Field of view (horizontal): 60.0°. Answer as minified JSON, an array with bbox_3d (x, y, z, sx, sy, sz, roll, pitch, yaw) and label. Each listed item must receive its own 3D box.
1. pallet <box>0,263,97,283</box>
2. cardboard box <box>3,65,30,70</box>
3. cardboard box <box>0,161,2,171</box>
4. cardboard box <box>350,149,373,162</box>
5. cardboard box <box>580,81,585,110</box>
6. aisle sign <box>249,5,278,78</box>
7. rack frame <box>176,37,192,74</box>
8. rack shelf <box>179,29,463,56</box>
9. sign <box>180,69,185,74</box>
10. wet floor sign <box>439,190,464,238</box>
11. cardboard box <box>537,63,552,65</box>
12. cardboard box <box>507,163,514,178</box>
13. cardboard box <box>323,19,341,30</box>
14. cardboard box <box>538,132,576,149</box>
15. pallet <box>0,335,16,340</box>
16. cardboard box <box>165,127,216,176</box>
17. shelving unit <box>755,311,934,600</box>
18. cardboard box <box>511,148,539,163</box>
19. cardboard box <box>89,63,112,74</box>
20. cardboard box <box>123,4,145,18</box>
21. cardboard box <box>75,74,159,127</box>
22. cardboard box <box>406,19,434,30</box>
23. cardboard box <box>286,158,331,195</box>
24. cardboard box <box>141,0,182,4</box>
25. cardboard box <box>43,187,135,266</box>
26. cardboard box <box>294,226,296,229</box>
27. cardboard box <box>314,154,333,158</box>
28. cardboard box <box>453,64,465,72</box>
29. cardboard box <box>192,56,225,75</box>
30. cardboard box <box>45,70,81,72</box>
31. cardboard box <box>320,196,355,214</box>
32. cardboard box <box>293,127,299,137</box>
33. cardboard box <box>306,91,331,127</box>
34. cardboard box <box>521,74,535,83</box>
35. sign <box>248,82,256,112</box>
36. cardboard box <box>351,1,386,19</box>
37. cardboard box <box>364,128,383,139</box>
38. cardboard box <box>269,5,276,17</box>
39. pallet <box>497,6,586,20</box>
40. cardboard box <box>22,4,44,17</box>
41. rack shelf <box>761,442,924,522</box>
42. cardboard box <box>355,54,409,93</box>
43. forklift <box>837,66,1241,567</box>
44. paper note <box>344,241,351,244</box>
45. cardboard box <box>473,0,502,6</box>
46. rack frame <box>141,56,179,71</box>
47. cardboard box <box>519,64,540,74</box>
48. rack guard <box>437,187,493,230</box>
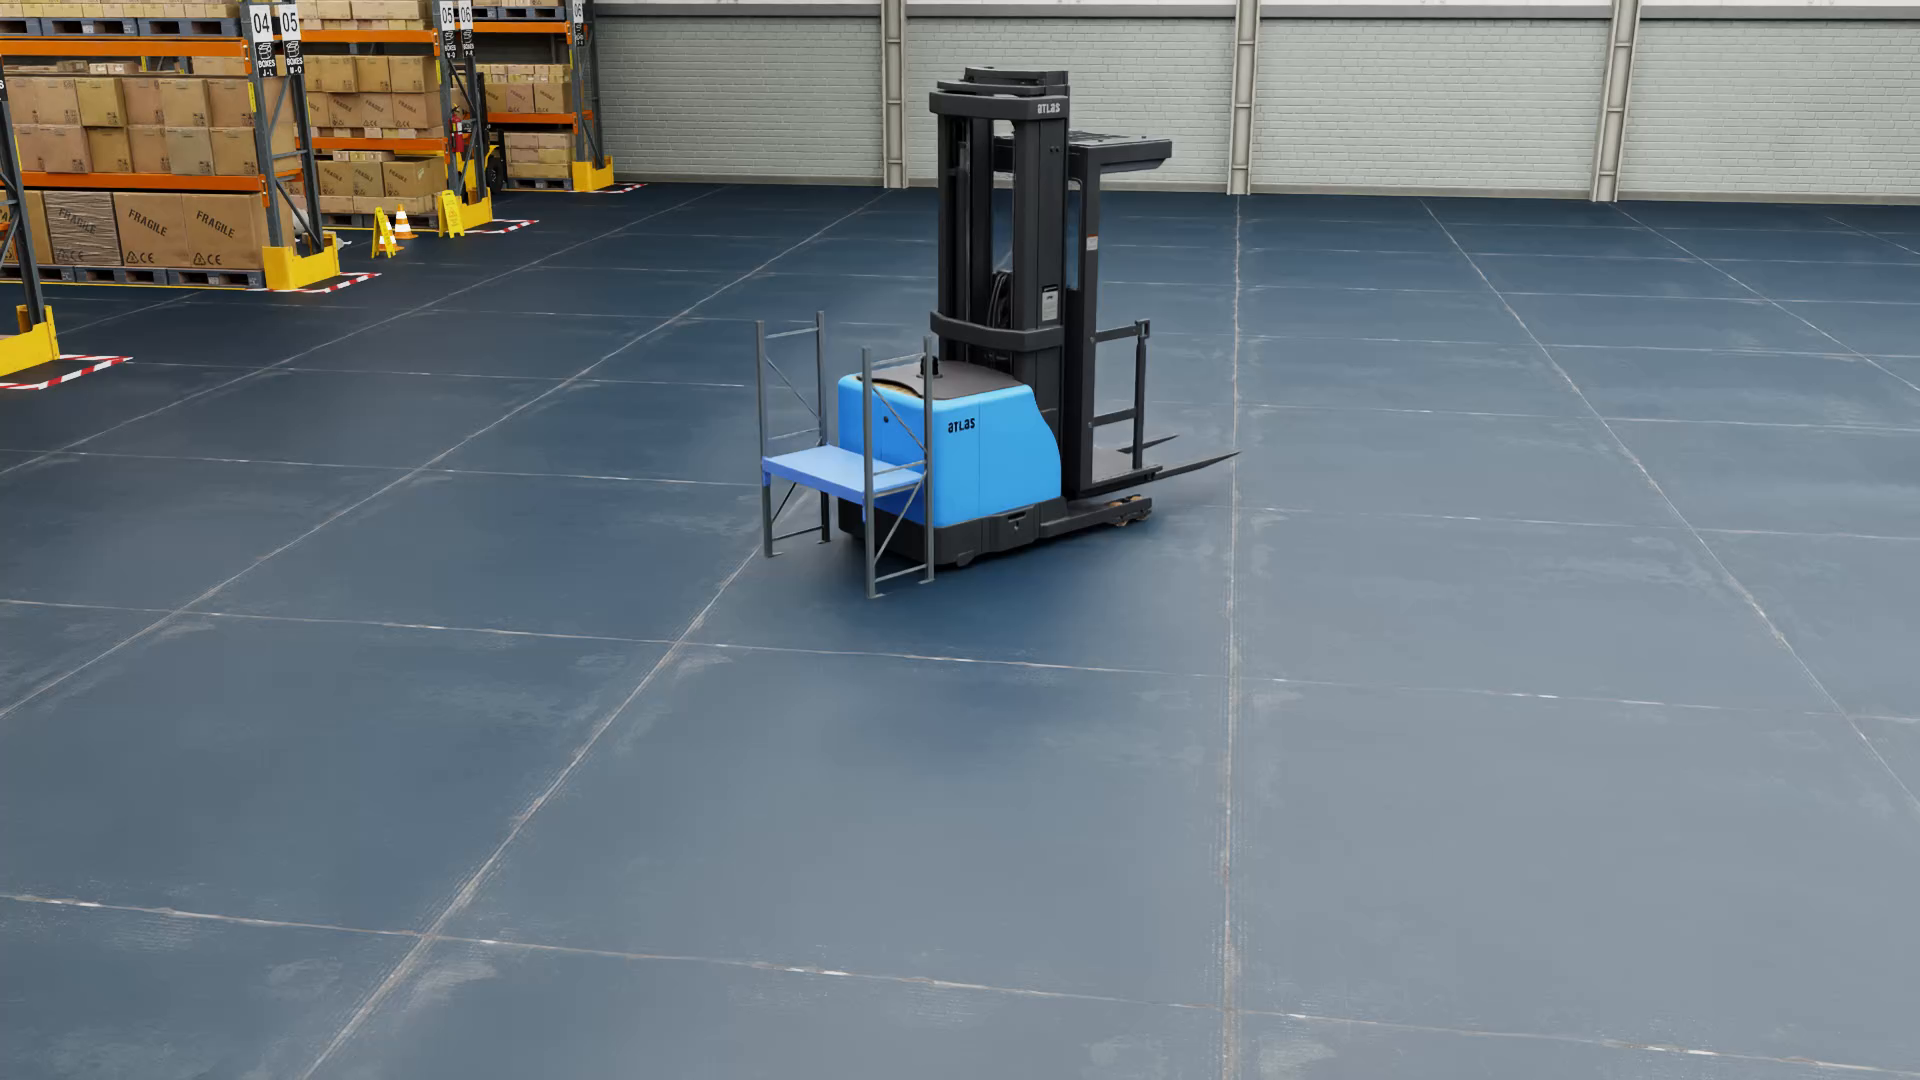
[{"bbox_3d":[-11.191,-3.378,20.566,1.213,0.211,1.003,3,19,9],"label":"pallet"},{"bbox_3d":[-17.405,-8.403,30.370,0.500,0.500,0.700,3,19,9],"label":"cardboard box"},{"bbox_3d":[-11.563,-4.819,20.243,0.550,0.550,0.875,3,19,9],"label":"cardboard box"},{"bbox_3d":[-8.748,-5.646,24.416,0.250,0.149,0.380,3,19,10],"label":"cardboard box"},{"bbox_3d":[-6.956,-7.832,29.326,0.500,0.500,0.500,4,19,10],"label":"cardboard box"},{"bbox_3d":[-7.957,-5.697,19.005,0.004,0.787,0.394,3,19,9],"label":"aisle sign"},{"bbox_3d":[-11.244,-6.319,24.961,0.127,3.000,1.000,3,19,9],"label":"rack frame"},{"bbox_3d":[-9.269,-7.300,24.298,4.000,0.370,1.077,3,19,9],"label":"rack shelf"},{"bbox_3d":[-11.328,-6.694,24.257,0.005,0.325,0.100,3,19,9],"label":"sign"},{"bbox_3d":[-7.277,-4.656,23.702,0.232,0.644,0.267,10,21,27],"label":"wet floor sign"},{"bbox_3d":[-7.324,-8.285,29.189,0.250,0.149,0.380,3,19,10],"label":"cardboard box"},{"bbox_3d":[-8.007,-6.549,29.319,0.500,0.250,0.500,3,19,9],"label":"cardboard box"},{"bbox_3d":[-8.951,-7.424,23.934,0.250,0.149,0.380,2,19,7],"label":"cardboard box"},{"bbox_3d":[-7.015,-6.968,28.996,0.500,0.250,0.500,4,19,10],"label":"cardboard box"},{"bbox_3d":[-9.738,-1.746,15.689,1.213,0.211,1.003,3,19,9],"label":"pallet"},{"bbox_3d":[-8.900,-4.658,19.761,0.550,0.550,0.875,3,19,9],"label":"cardboard box"},{"bbox_3d":[-0.697,-0.534,10.036,0.538,1.500,1.048,-16,24,-40],"label":"shelving unit"},{"bbox_3d":[-7.534,-6.760,29.164,0.500,0.250,0.500,3,19,8],"label":"cardboard box"},{"bbox_3d":[-12.692,-7.004,24.697,0.250,0.149,0.380,2,19,6],"label":"cardboard box"},{"bbox_3d":[-9.367,-6.073,19.076,0.250,0.149,0.380,3,19,8],"label":"cardboard box"},{"bbox_3d":[-9.973,-5.231,19.772,0.500,0.550,0.875,3,19,9],"label":"cardboard box"},{"bbox_3d":[-7.691,-7.351,23.715,0.250,0.149,0.380,3,19,9],"label":"cardboard box"},{"bbox_3d":[-9.662,-5.405,24.721,0.500,0.500,0.500,4,19,12],"label":"cardboard box"},{"bbox_3d":[-9.001,-6.263,19.015,0.500,0.250,0.500,3,19,9],"label":"cardboard box"},{"bbox_3d":[-10.429,-3.857,20.289,0.875,0.875,0.875,3,19,9],"label":"cardboard box"},{"bbox_3d":[-9.430,-4.229,22.649,0.637,0.503,0.797,-11,21,-29],"label":"cardboard box"},{"bbox_3d":[-9.611,-5.574,25.223,0.500,0.500,0.500,4,19,12],"label":"cardboard box"},{"bbox_3d":[-8.659,-8.214,28.977,0.250,0.149,0.380,3,19,9],"label":"cardboard box"},{"bbox_3d":[-10.844,-6.891,24.470,0.500,0.500,0.700,3,19,8],"label":"cardboard box"},{"bbox_3d":[-13.690,-6.924,25.482,0.500,0.500,0.500,2,19,5],"label":"cardboard box"},{"bbox_3d":[-9.163,-5.022,24.757,0.500,0.250,0.500,2,19,7],"label":"cardboard box"},{"bbox_3d":[-9.722,-6.016,24.452,0.250,0.149,0.380,3,19,9],"label":"cardboard box"},{"bbox_3d":[-9.359,-6.331,24.372,0.500,0.500,0.500,3,19,9],"label":"cardboard box"},{"bbox_3d":[-7.401,-7.993,28.785,0.250,0.149,0.380,3,19,10],"label":"cardboard box"},{"bbox_3d":[-8.080,-5.054,18.982,0.005,0.325,0.100,3,19,9],"label":"sign"},{"bbox_3d":[-8.337,-7.581,23.774,0.500,0.250,0.500,3,19,8],"label":"cardboard box"},{"bbox_3d":[-8.474,-5.951,24.258,0.250,0.149,0.380,3,19,10],"label":"cardboard box"},{"bbox_3d":[-8.267,-6.229,19.542,0.250,0.149,0.380,3,19,9],"label":"cardboard box"},{"bbox_3d":[-7.205,-9.097,28.676,1.213,0.211,1.003,3,19,9],"label":"pallet"},{"bbox_3d":[-10.619,-6.137,19.268,0.250,0.149,0.380,3,19,8],"label":"cardboard box"},{"bbox_3d":[-0.697,-0.363,10.093,0.538,0.185,1.000,-16,24,-40],"label":"rack shelf"},{"bbox_3d":[-8.332,-6.765,24.093,0.500,0.500,0.700,3,19,9],"label":"cardboard box"},{"bbox_3d":[0.661,-1.591,10.938,3.031,2.935,1.130,-15,24,-38],"label":"forklift"},{"bbox_3d":[-8.543,-4.134,23.109,0.142,0.019,0.148,-3,19,-10],"label":"paper note"},{"bbox_3d":[-7.982,-9.418,28.519,0.500,0.500,0.700,3,19,9],"label":"cardboard box"},{"bbox_3d":[-14.410,-8.075,30.211,0.127,3.000,1.000,3,19,9],"label":"rack frame"},{"bbox_3d":[-7.409,-8.128,28.720,0.250,0.149,0.380,3,19,10],"label":"cardboard box"},{"bbox_3d":[-7.369,-4.936,24.767,0.348,0.500,1.175,3,19,9],"label":"rack guard"}]
